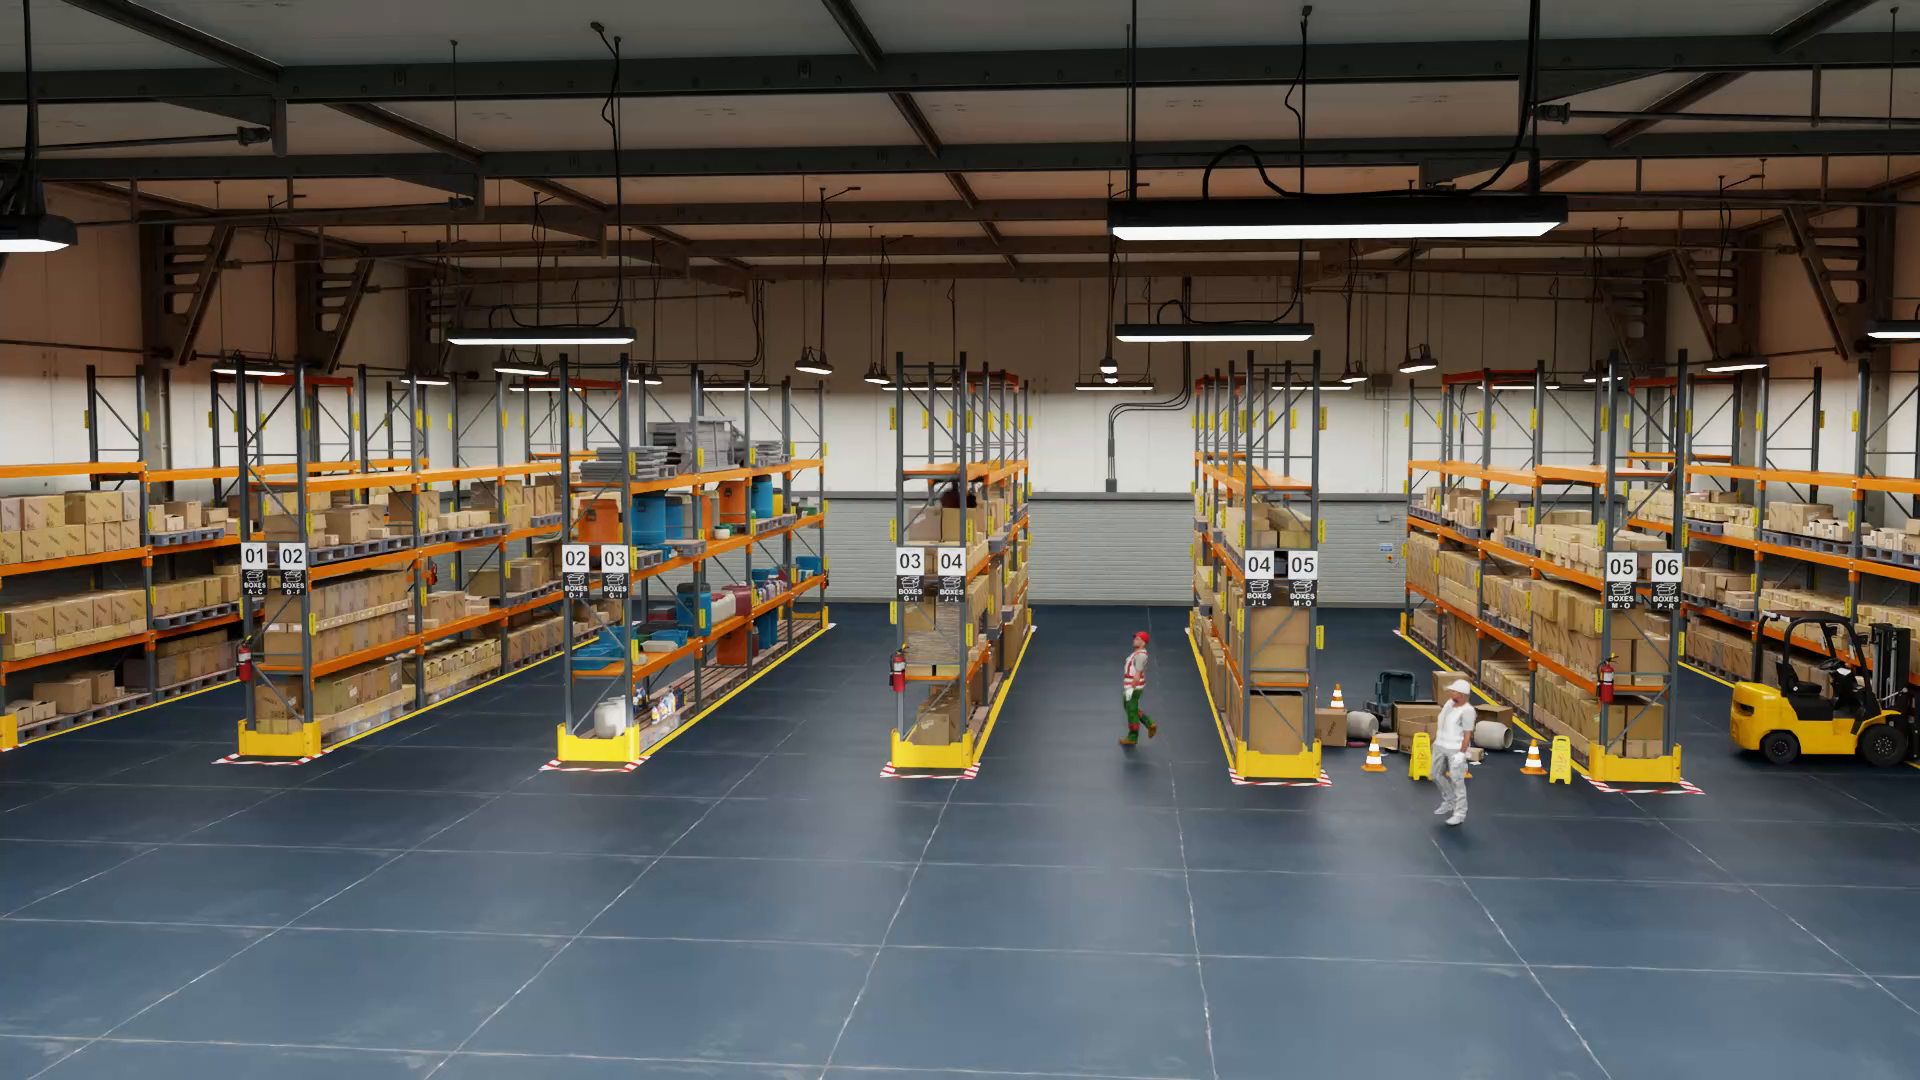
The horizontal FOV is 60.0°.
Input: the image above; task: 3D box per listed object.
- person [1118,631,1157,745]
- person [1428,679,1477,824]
[{"bbox_3d":[2.722,2.289,25.627,0.606,1.770,0.563,1,4,16],"label":"person"},{"bbox_3d":[6.157,2.628,20.844,0.462,1.789,0.665,-2,5,-26],"label":"person"}]
